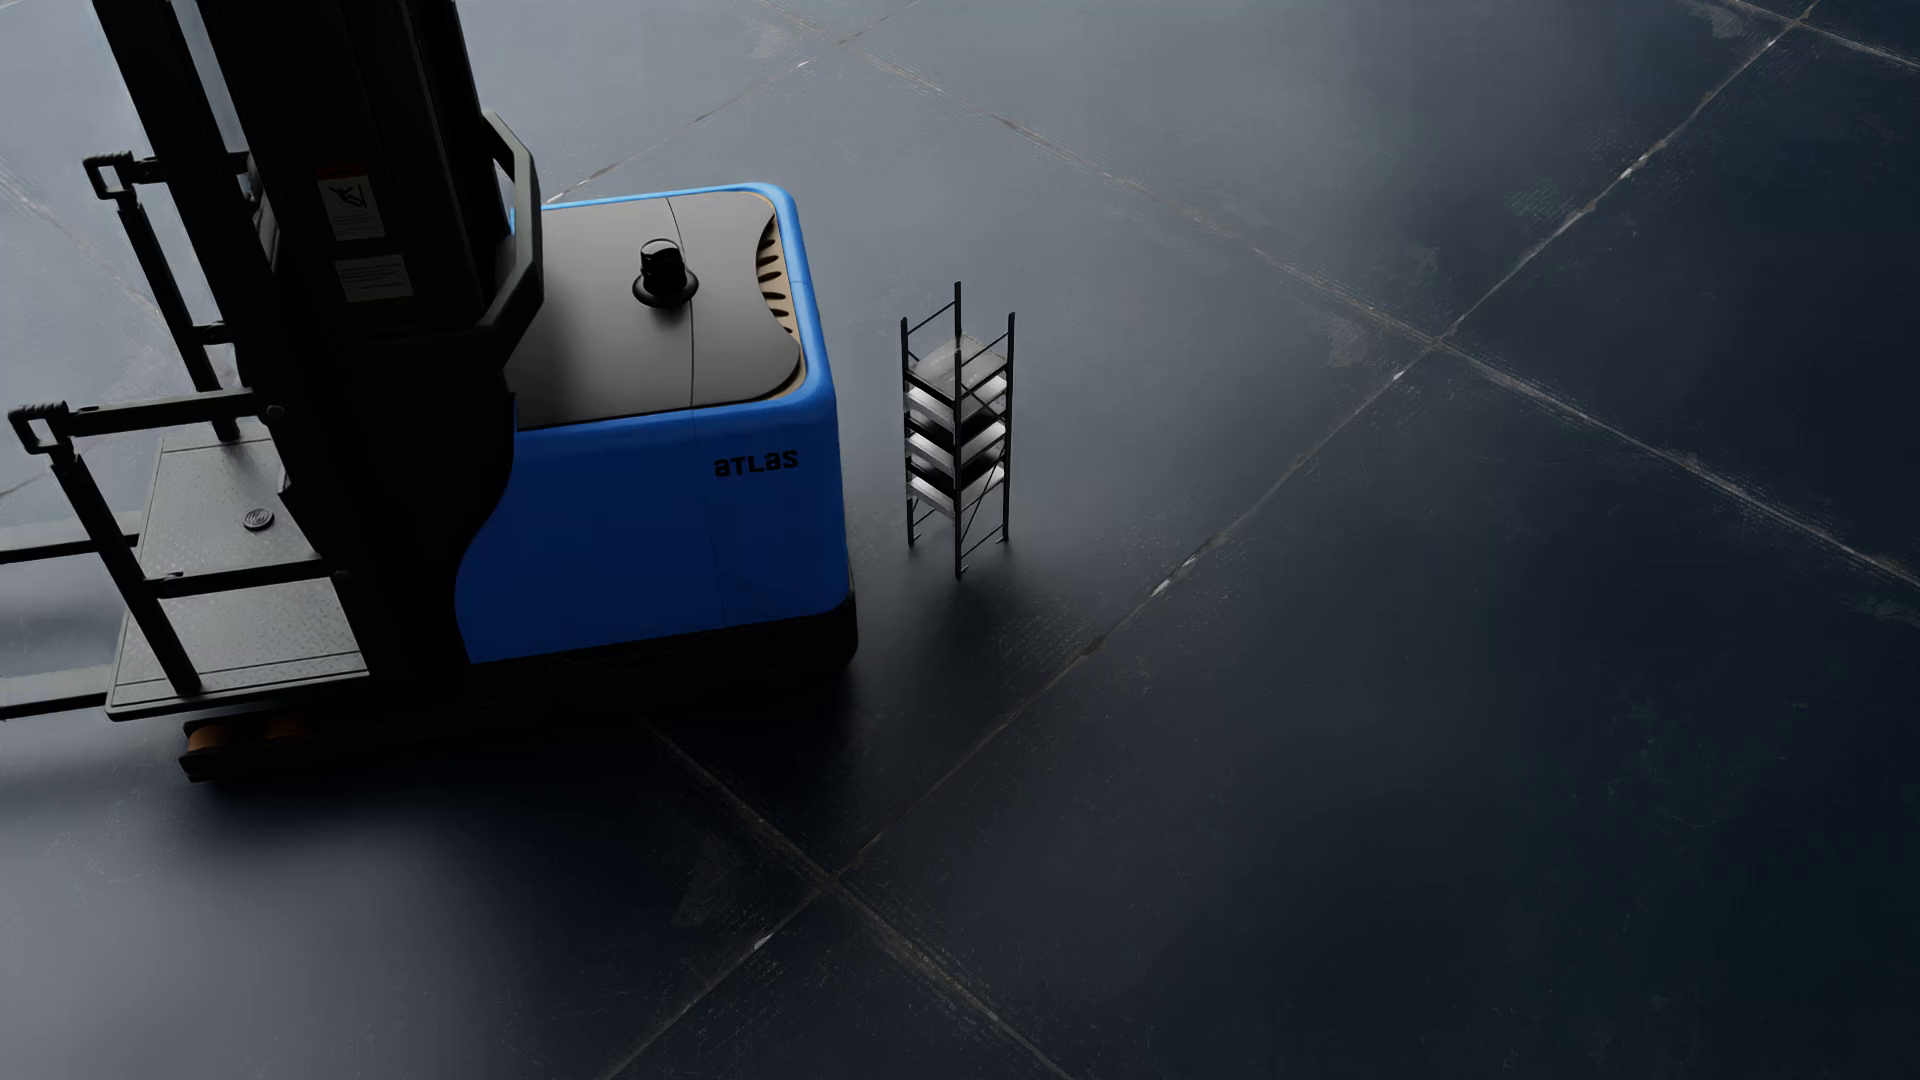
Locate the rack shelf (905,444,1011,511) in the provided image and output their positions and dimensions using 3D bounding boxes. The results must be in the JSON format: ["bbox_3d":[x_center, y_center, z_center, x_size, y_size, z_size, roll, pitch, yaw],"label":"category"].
[{"bbox_3d":[-0.006,-0.228,5.016,0.200,0.077,0.258,34,55,28],"label":"rack shelf"}]

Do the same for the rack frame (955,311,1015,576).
[{"bbox_3d":[0.069,-0.262,4.879,0.006,0.900,0.240,34,55,28],"label":"rack frame"}]

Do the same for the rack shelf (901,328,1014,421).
[{"bbox_3d":[-0.006,-0.474,4.753,0.200,0.077,0.258,34,55,28],"label":"rack shelf"}]

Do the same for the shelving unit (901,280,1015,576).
[{"bbox_3d":[-0.006,-0.312,4.926,0.210,0.900,0.258,34,55,28],"label":"shelving unit"}]

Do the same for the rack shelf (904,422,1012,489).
[{"bbox_3d":[-0.006,-0.289,4.950,0.200,0.077,0.258,34,55,28],"label":"rack shelf"}]

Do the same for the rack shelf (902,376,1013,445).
[{"bbox_3d":[-0.006,-0.412,4.819,0.200,0.077,0.258,34,55,28],"label":"rack shelf"}]

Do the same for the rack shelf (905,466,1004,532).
[{"bbox_3d":[-0.006,-0.166,5.081,0.200,0.077,0.258,34,55,28],"label":"rack shelf"}]

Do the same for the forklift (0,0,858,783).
[{"bbox_3d":[-1.867,-0.756,3.950,3.031,2.935,1.130,-8,47,-7],"label":"forklift"}]

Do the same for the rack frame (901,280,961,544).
[{"bbox_3d":[-0.081,-0.362,4.973,0.006,0.900,0.240,34,55,28],"label":"rack frame"}]

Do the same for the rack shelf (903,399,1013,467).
[{"bbox_3d":[-0.006,-0.351,4.884,0.200,0.077,0.258,34,55,28],"label":"rack shelf"}]
